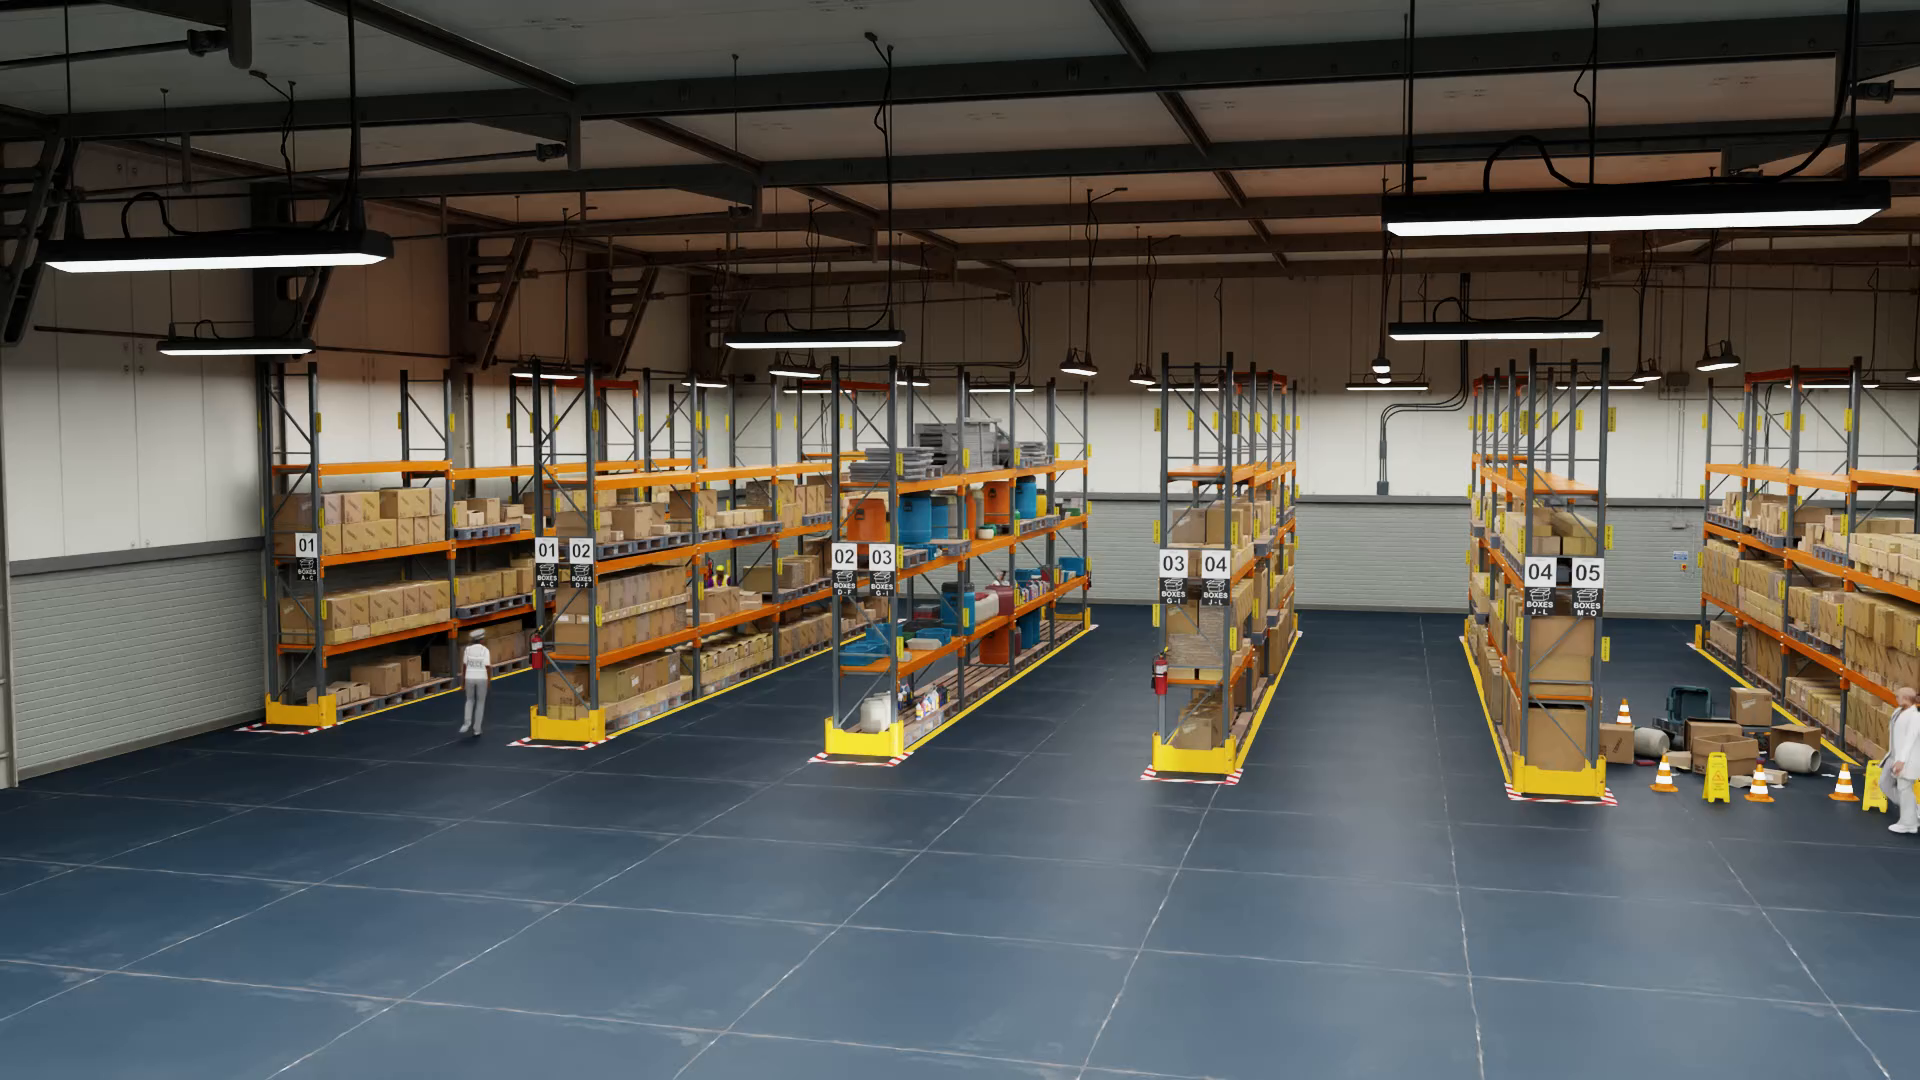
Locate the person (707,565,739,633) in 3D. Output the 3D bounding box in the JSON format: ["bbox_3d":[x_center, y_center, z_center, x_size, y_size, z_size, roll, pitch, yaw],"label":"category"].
[{"bbox_3d":[-5.602,1.408,39.291,0.675,1.664,0.698,2,4,22],"label":"person"}]

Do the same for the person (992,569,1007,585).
[{"bbox_3d":[0.919,1.476,38.350,0.502,1.627,0.961,3,5,36],"label":"person"}]

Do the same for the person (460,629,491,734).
[{"bbox_3d":[-7.763,2.272,26.679,0.491,1.681,0.453,0,4,-1],"label":"person"}]

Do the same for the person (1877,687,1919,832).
[{"bbox_3d":[11.554,2.676,20.323,0.557,1.779,0.636,0,4,2],"label":"person"}]
